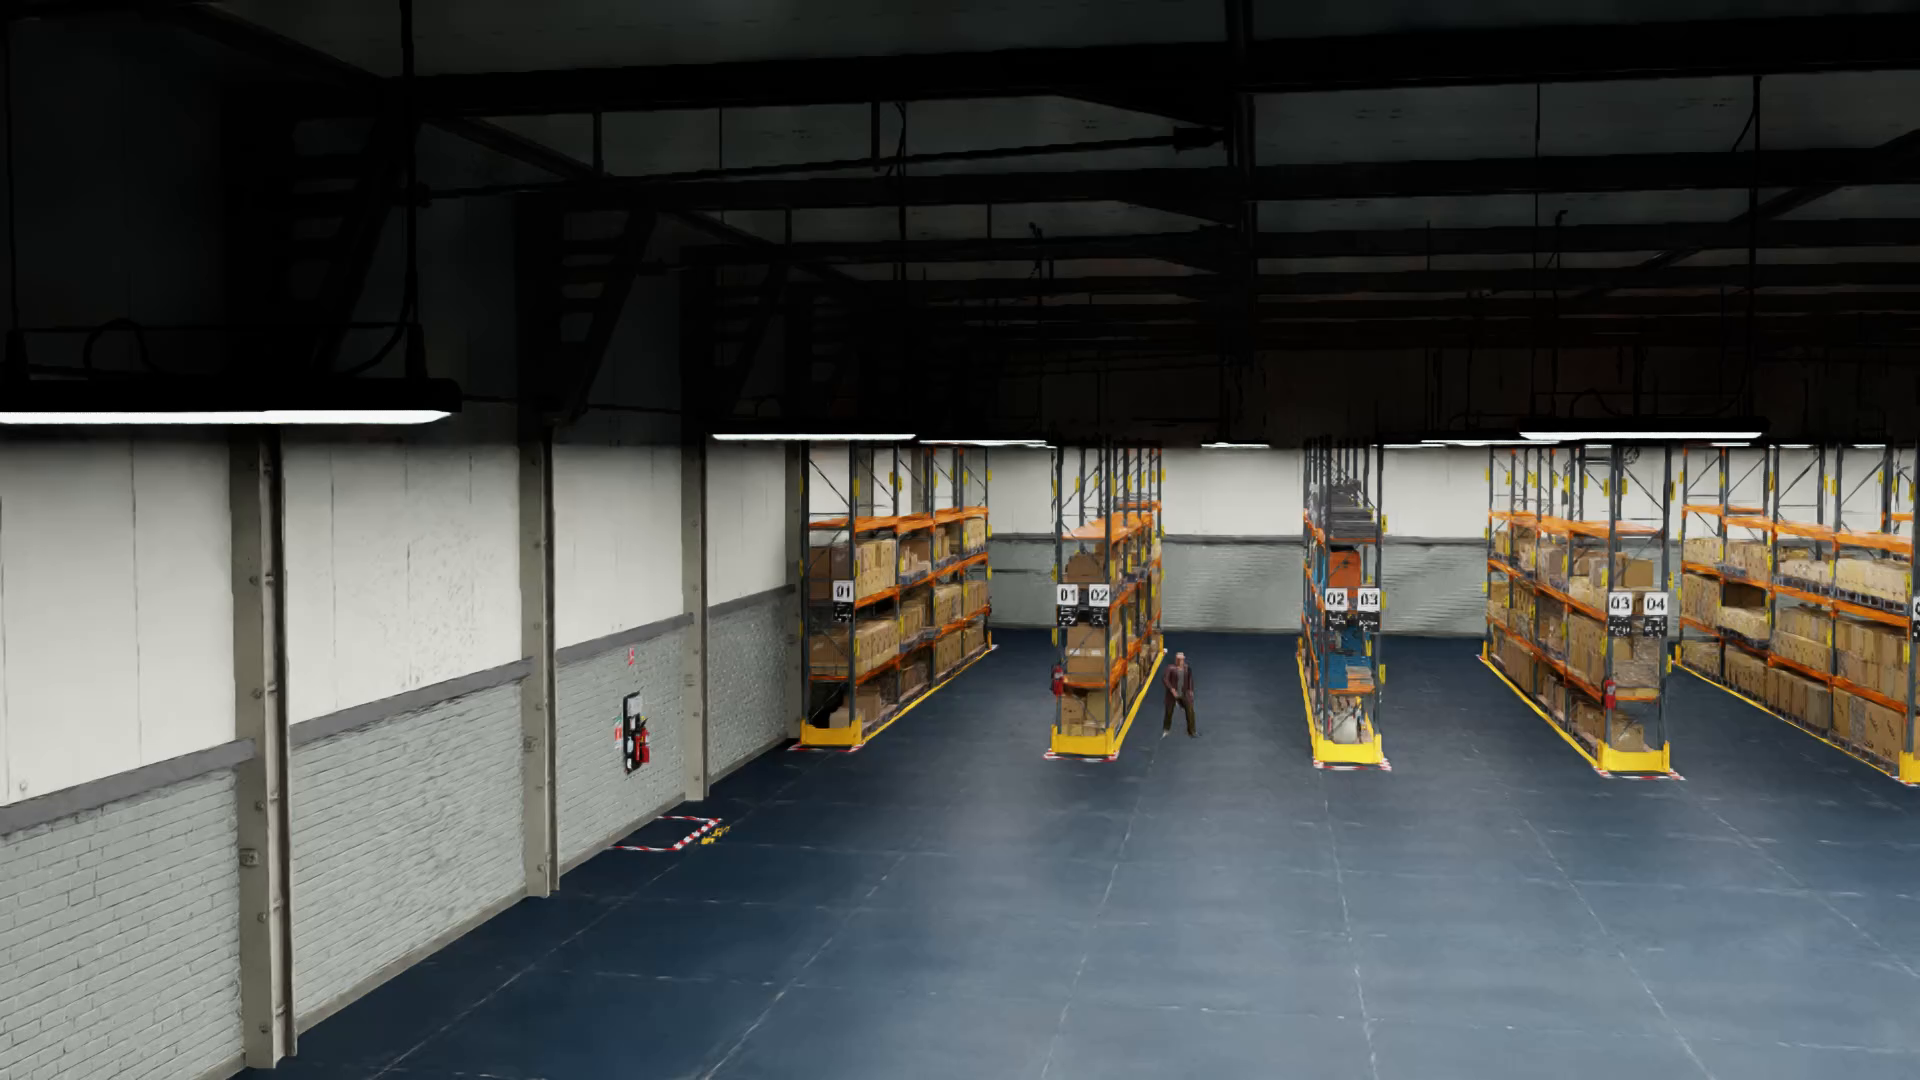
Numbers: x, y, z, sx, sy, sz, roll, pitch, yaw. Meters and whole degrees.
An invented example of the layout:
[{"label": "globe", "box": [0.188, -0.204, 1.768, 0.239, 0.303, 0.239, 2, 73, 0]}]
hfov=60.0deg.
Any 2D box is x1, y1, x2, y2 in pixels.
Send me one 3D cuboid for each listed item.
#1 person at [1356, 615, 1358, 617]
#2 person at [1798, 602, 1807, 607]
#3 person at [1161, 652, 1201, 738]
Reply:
[{"label": "person", "box": [11.441, 2.272, 47.999, 0.720, 1.722, 0.506, -2, 4, -33]}, {"label": "person", "box": [22.444, 2.554, 44.318, 0.619, 1.542, 0.575, 0, 3, -7]}, {"label": "person", "box": [4.347, 3.063, 33.114, 0.737, 1.714, 0.888, 0, 3, -7]}]
